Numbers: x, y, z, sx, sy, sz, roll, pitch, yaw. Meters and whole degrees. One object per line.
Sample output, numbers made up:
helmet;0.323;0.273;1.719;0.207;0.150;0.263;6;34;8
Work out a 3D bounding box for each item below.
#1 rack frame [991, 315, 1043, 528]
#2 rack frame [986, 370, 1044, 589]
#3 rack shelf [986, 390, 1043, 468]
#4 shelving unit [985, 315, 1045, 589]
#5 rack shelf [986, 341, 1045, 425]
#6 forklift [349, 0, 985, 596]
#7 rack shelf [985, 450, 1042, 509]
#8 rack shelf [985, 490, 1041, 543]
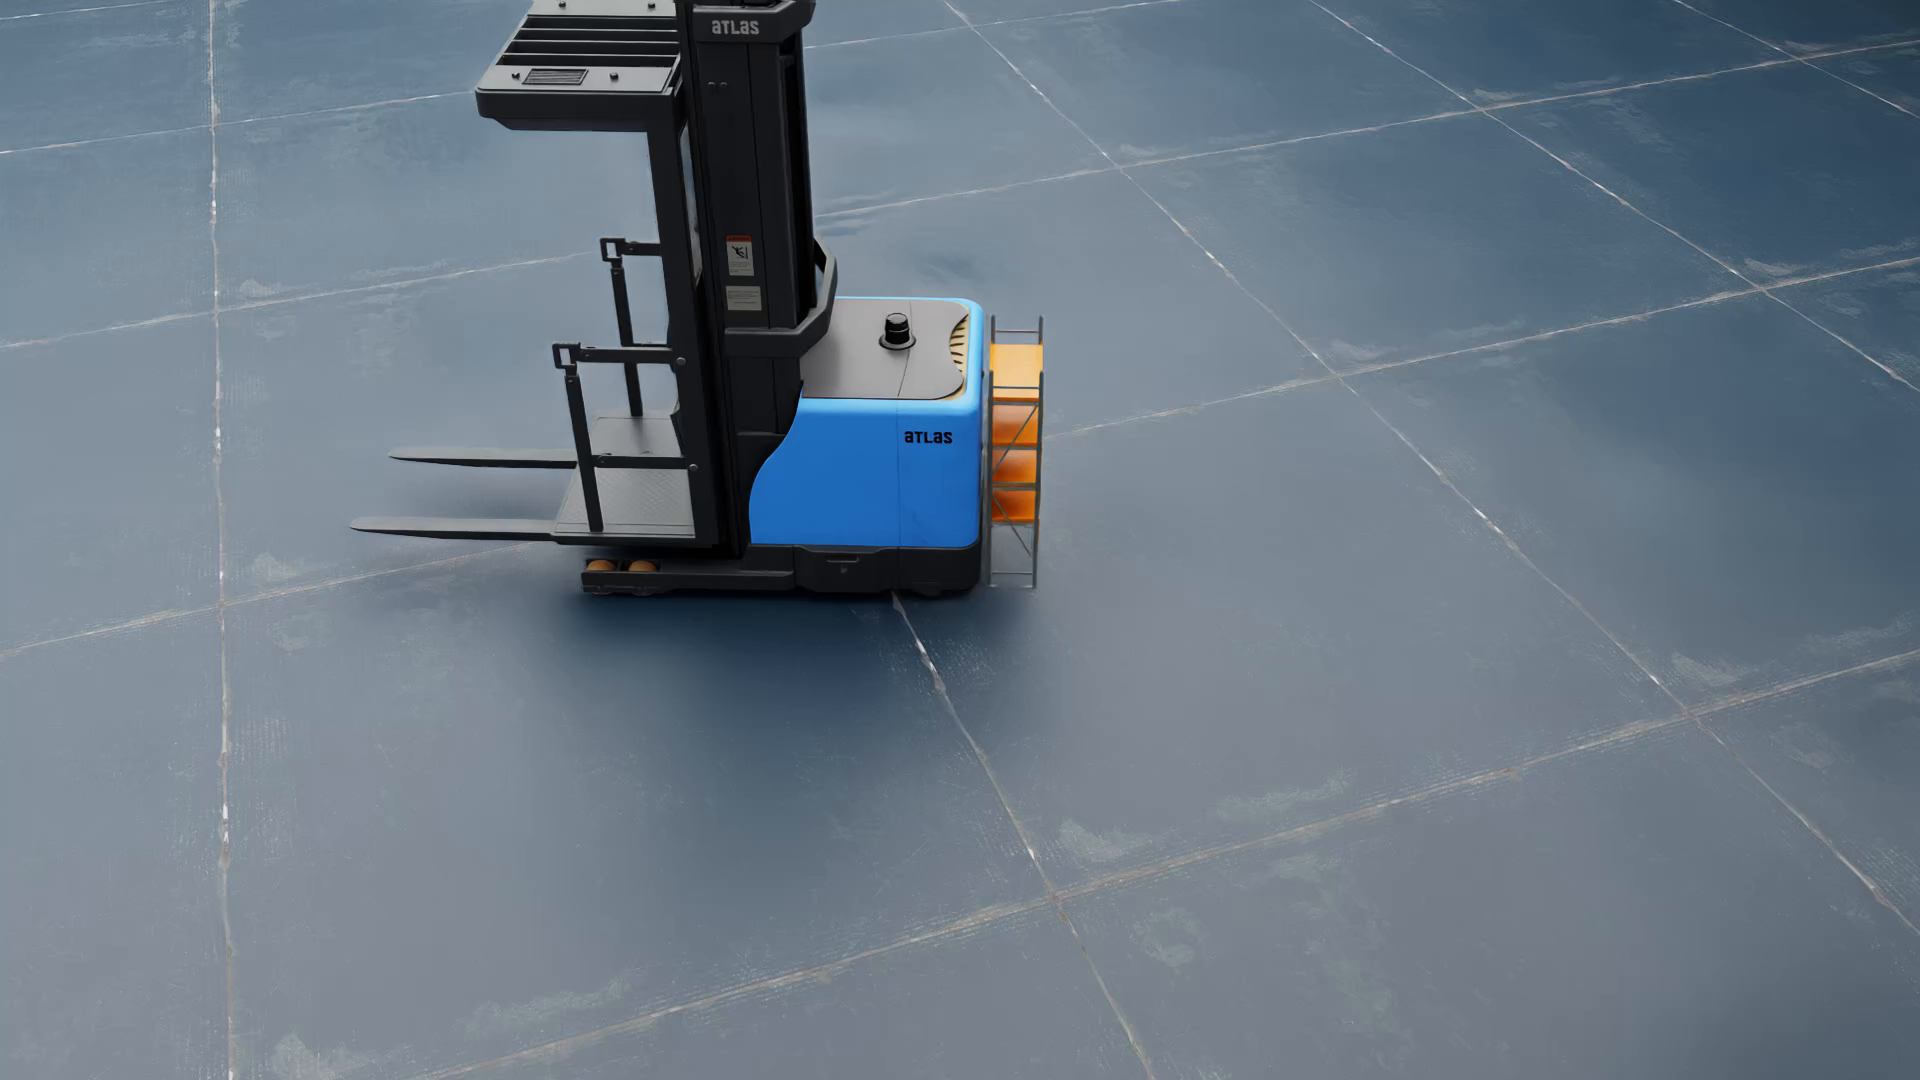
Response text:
rack frame;0.262;-0.548;7.980;0.240;1.200;0.015;1;37;2
rack frame;0.245;-0.254;7.590;0.240;1.200;0.015;1;37;2
rack shelf;0.253;-0.526;7.691;0.258;0.148;0.480;1;37;2
shelving unit;0.253;-0.401;7.785;0.258;1.200;0.503;1;37;2
rack shelf;0.253;-0.715;7.549;0.258;0.148;0.480;1;37;2
forklift;-1.403;-1.223;7.437;3.031;2.935;1.130;1;37;2
rack shelf;0.253;-0.347;7.826;0.258;0.148;0.480;1;37;2
rack shelf;0.253;-0.189;7.945;0.258;0.148;0.480;1;37;2
